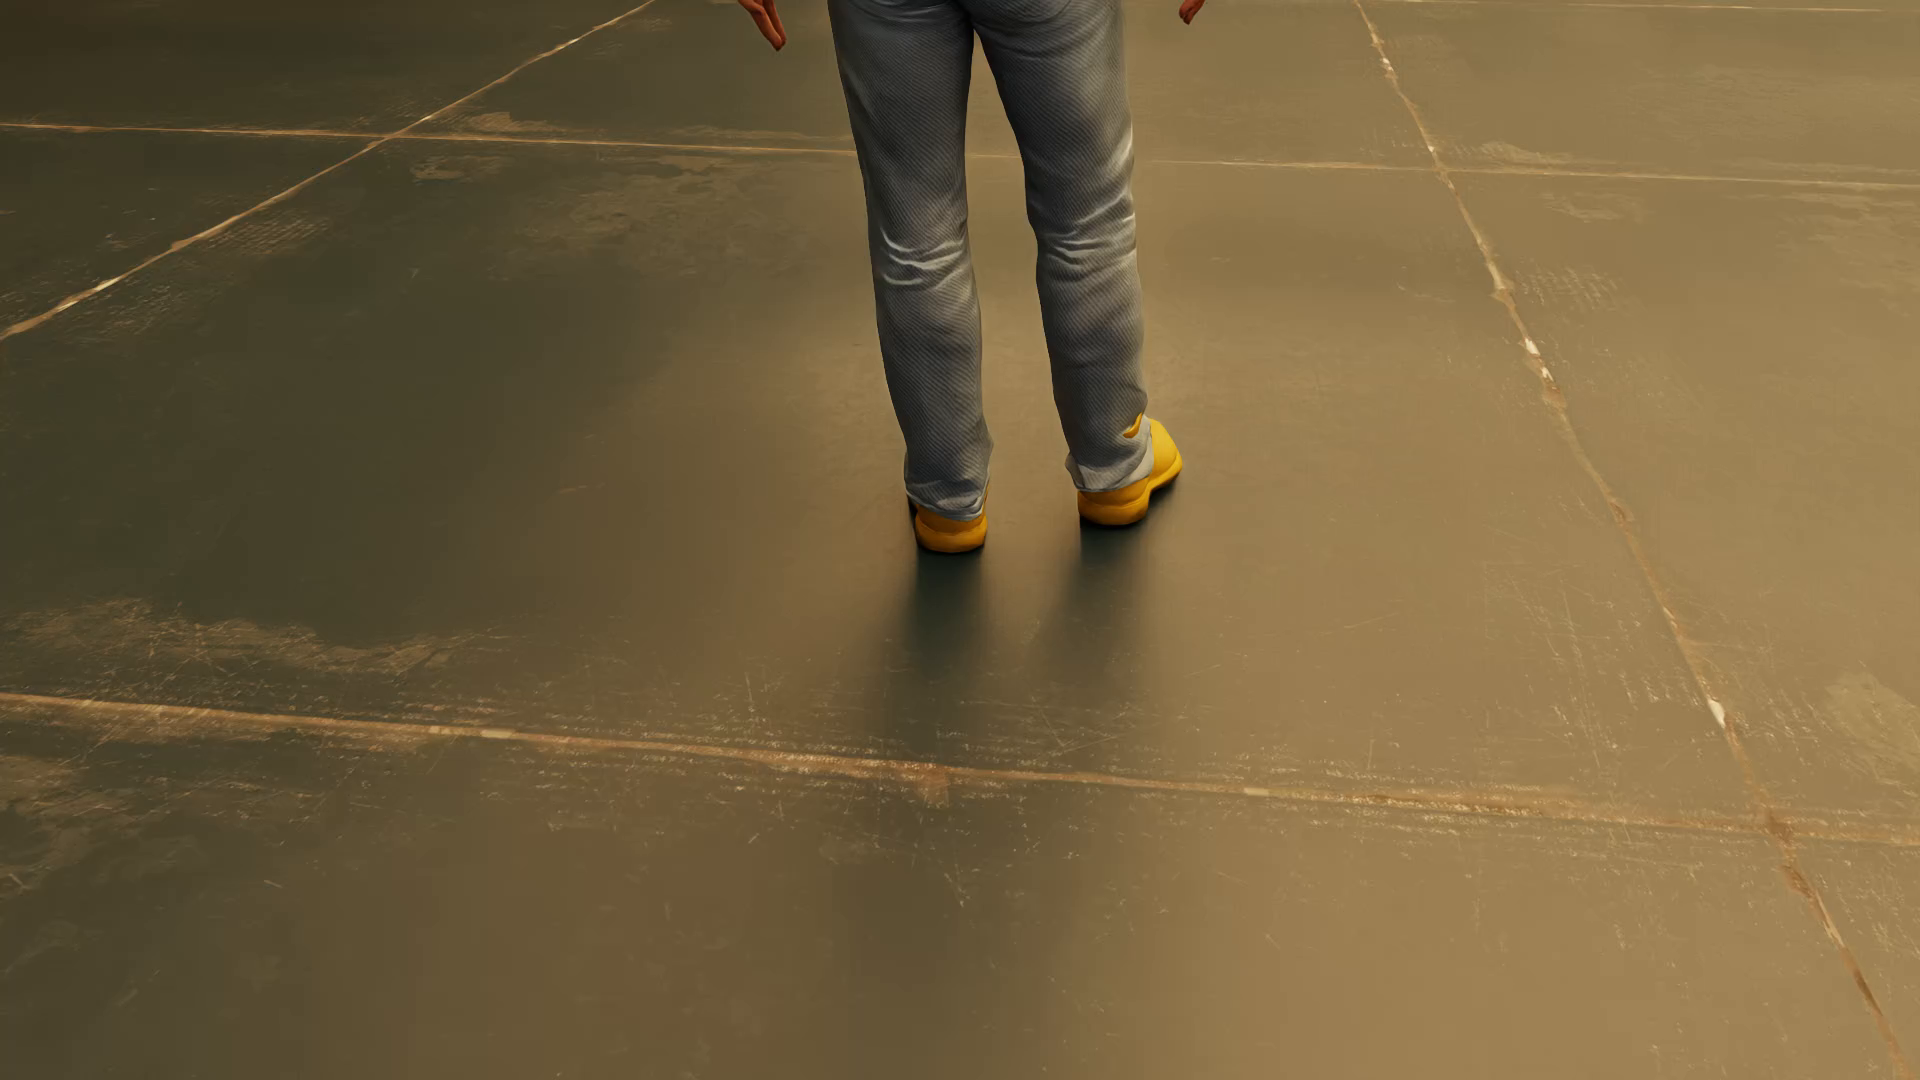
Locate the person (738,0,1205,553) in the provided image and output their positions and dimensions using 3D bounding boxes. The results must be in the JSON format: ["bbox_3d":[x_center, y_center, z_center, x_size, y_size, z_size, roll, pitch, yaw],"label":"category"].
[{"bbox_3d":[0.015,-0.828,2.164,0.665,1.768,0.575,3,27,7],"label":"person"}]
